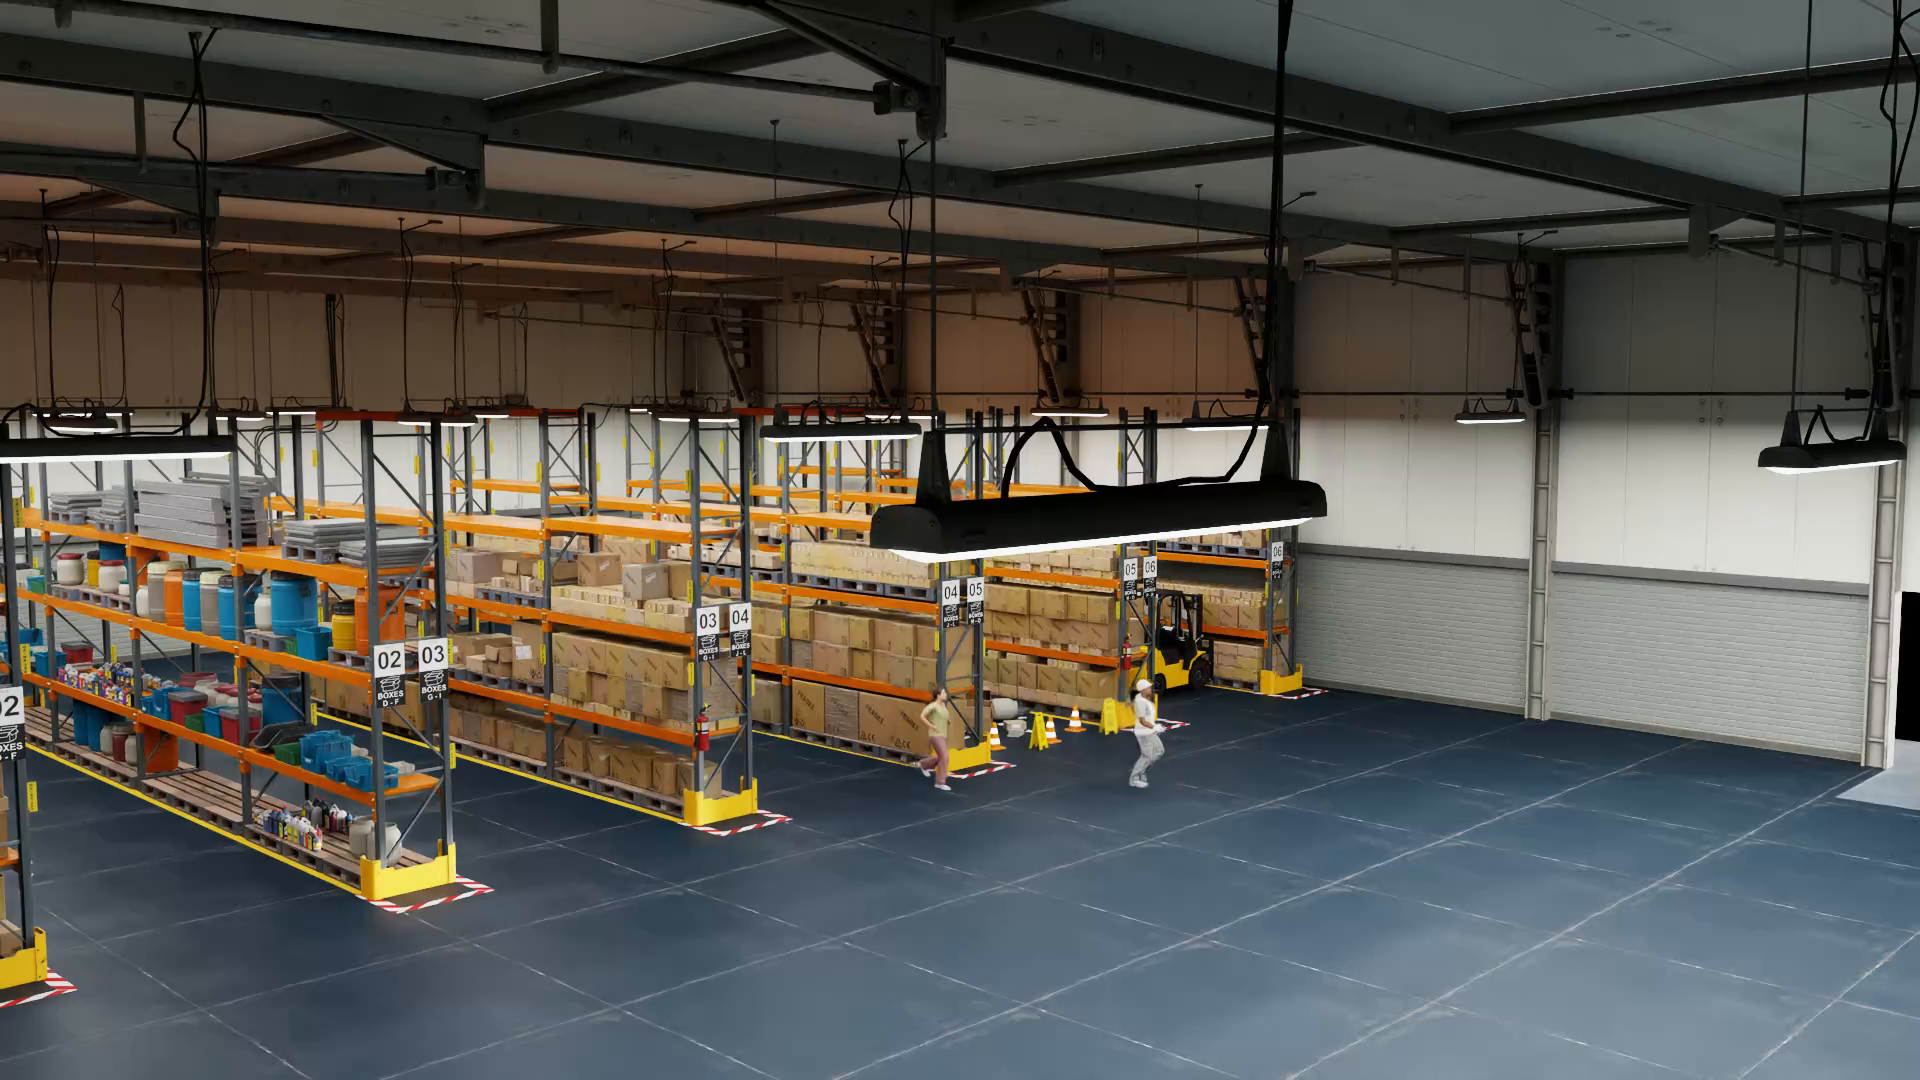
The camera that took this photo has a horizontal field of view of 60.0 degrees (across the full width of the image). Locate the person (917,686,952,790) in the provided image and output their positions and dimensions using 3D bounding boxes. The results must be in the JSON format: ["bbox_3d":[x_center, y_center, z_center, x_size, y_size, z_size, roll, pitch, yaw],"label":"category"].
[{"bbox_3d":[-0.346,3.176,26.861,0.710,1.617,0.609,3,6,29],"label":"person"}]

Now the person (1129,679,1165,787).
[{"bbox_3d":[3.012,3.092,26.716,0.575,1.737,0.695,1,5,8],"label":"person"}]

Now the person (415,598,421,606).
[{"bbox_3d":[-12.629,2.063,38.962,0.632,1.651,0.545,0,5,2],"label":"person"}]
